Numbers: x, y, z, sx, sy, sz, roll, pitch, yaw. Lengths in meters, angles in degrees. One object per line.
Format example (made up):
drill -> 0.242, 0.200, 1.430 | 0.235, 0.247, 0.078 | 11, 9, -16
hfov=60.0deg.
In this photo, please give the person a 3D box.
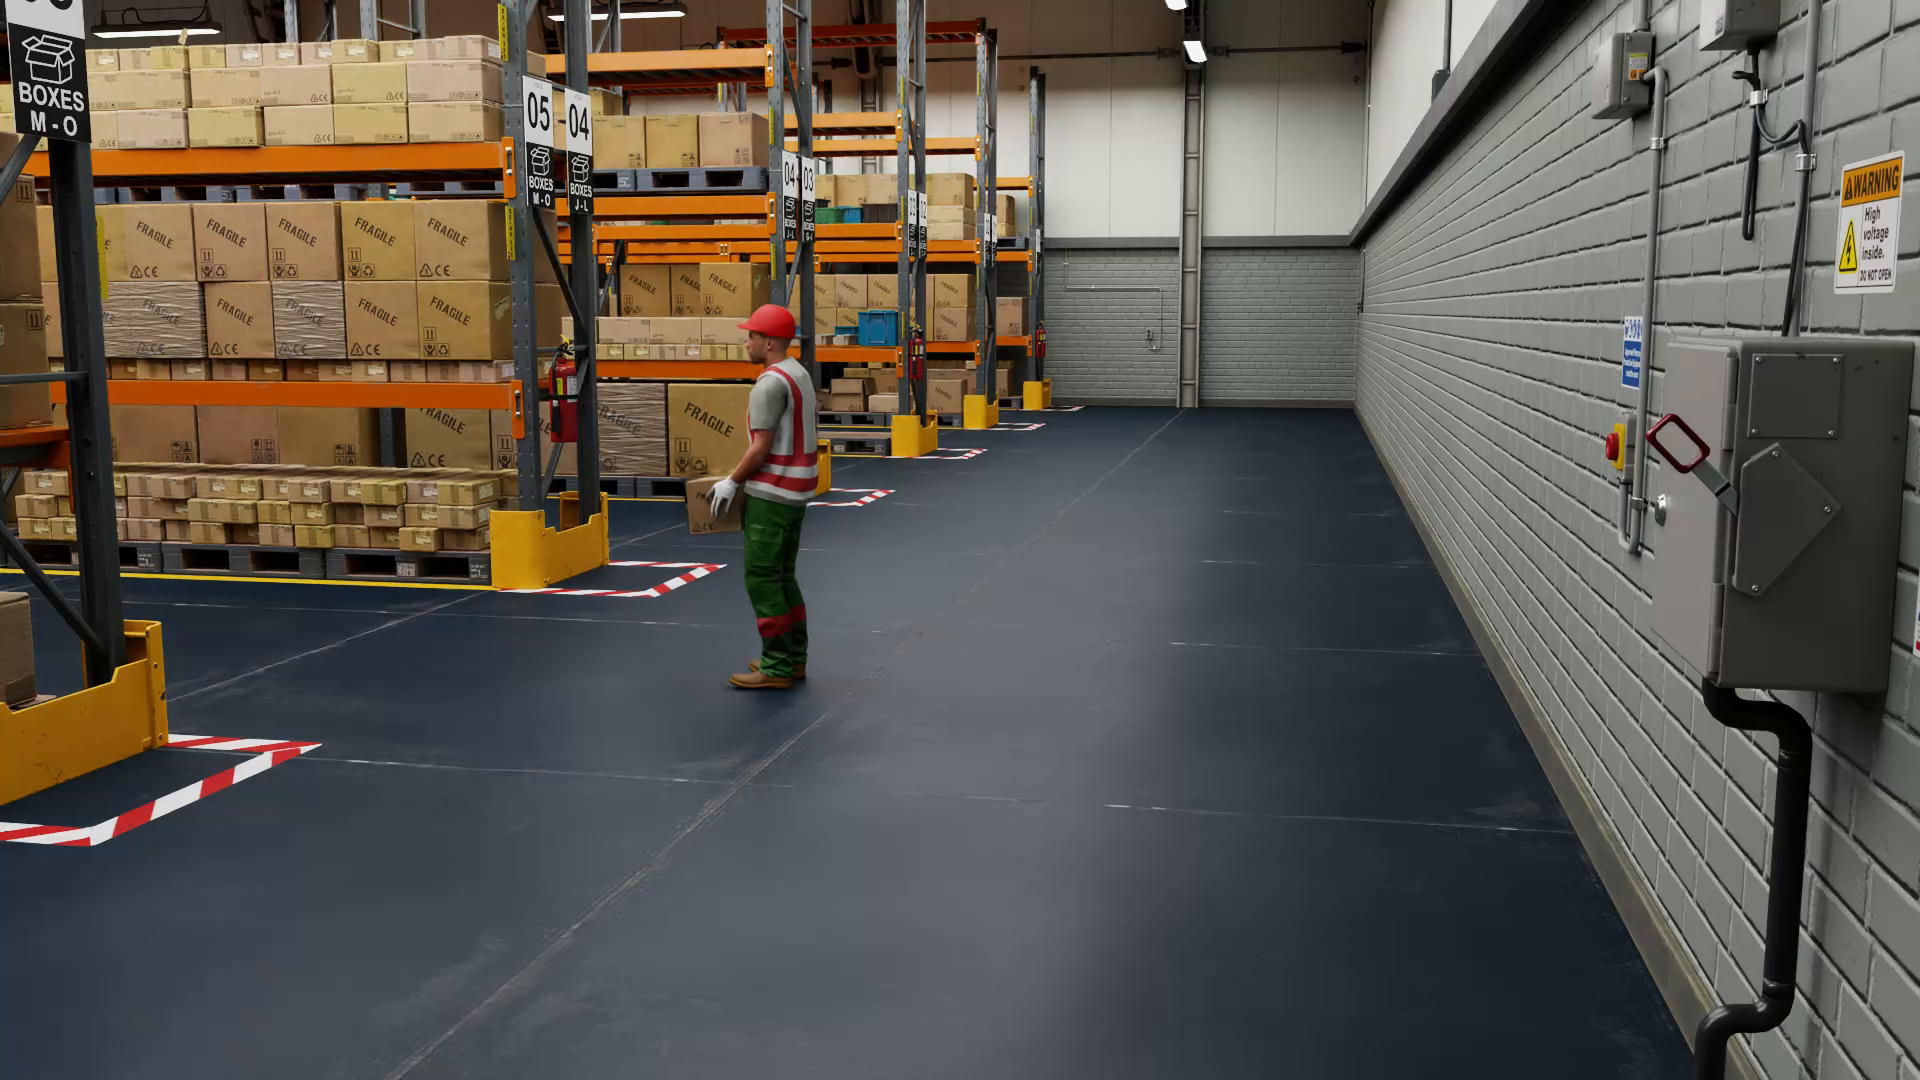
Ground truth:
person -> -0.913, -0.203, 7.821 | 0.474, 1.793, 0.533 | 1, 8, 10
